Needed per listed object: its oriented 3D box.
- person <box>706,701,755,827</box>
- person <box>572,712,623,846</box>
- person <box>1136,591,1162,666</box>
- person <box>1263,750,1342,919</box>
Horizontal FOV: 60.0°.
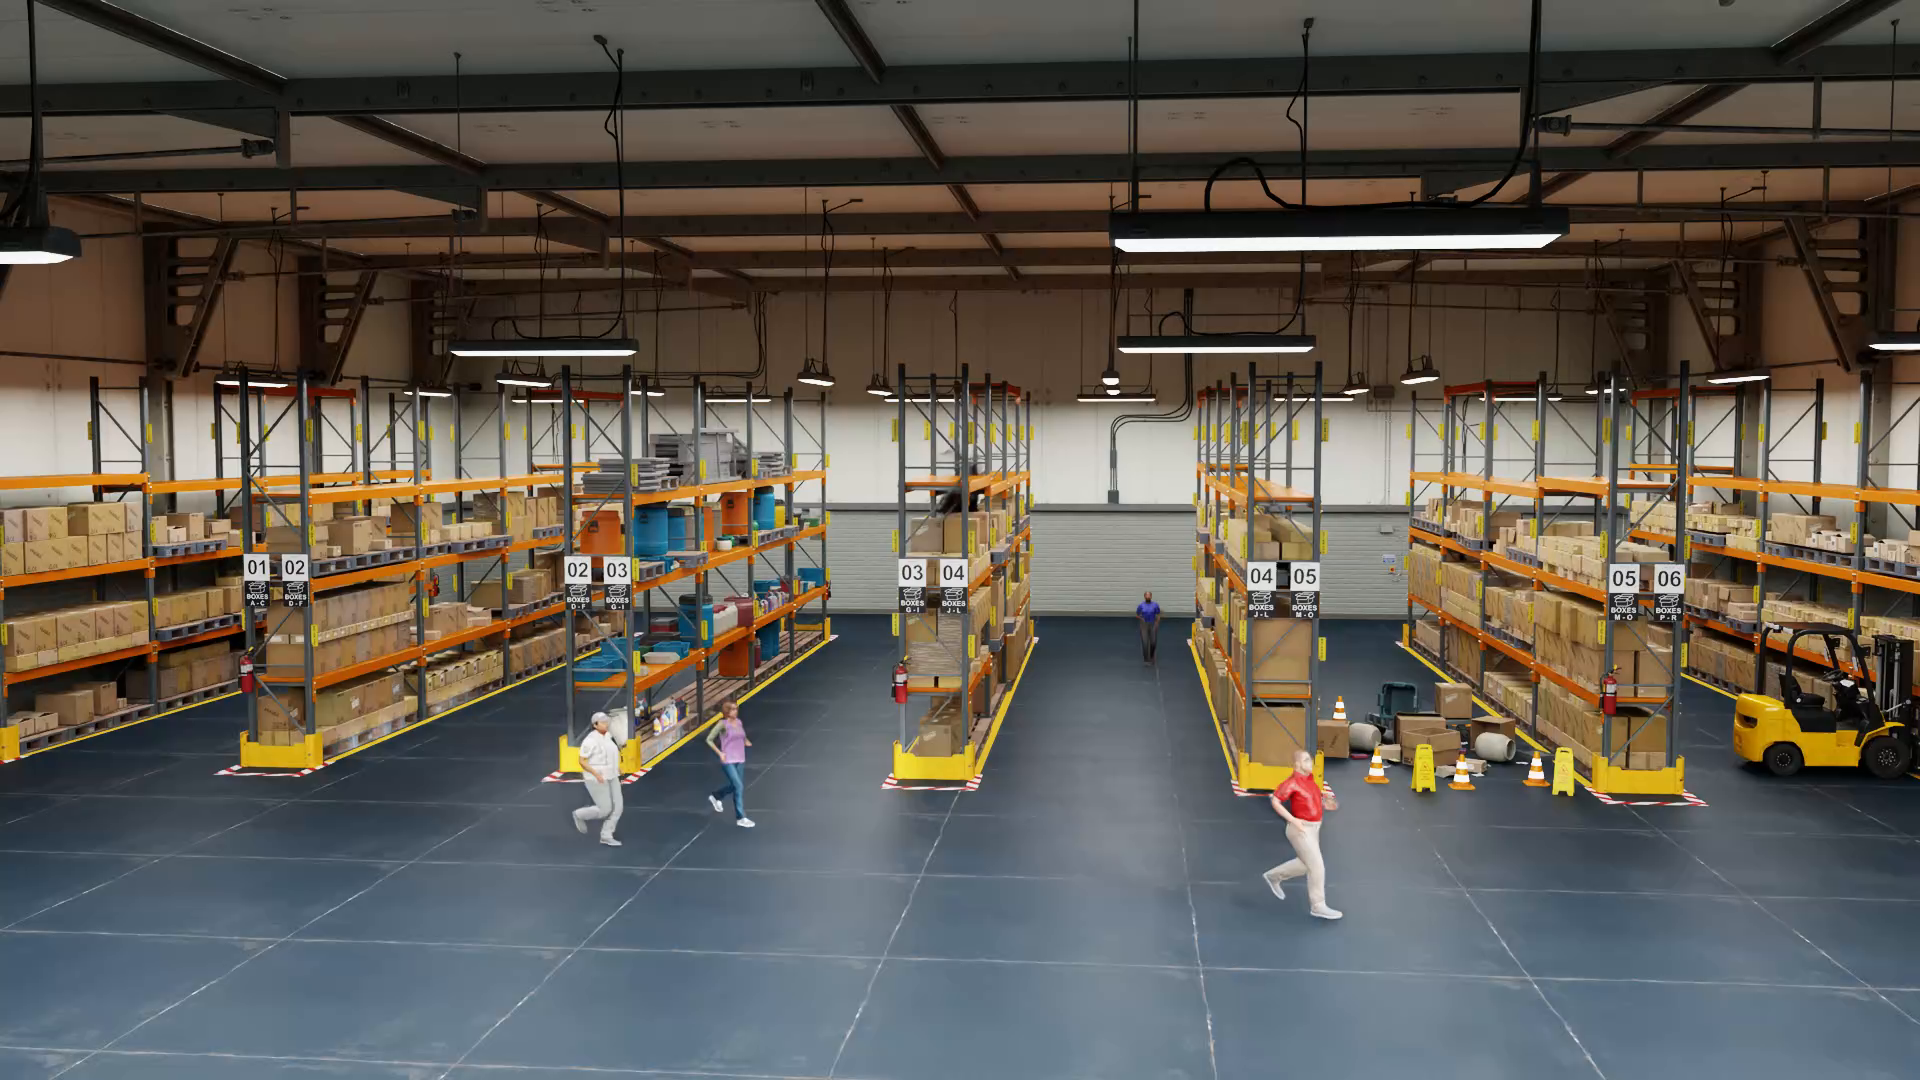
[{"bbox_3d":[-2.943,2.847,21.270,0.841,1.558,0.546,3,5,36],"label":"person"},{"bbox_3d":[-4.392,2.900,20.238,0.607,1.629,0.608,2,4,25],"label":"person"},{"bbox_3d":[4.043,1.907,35.603,0.563,1.604,0.572,0,4,5],"label":"person"},{"bbox_3d":[3.559,3.032,17.320,0.921,1.694,0.674,2,4,34],"label":"person"}]
